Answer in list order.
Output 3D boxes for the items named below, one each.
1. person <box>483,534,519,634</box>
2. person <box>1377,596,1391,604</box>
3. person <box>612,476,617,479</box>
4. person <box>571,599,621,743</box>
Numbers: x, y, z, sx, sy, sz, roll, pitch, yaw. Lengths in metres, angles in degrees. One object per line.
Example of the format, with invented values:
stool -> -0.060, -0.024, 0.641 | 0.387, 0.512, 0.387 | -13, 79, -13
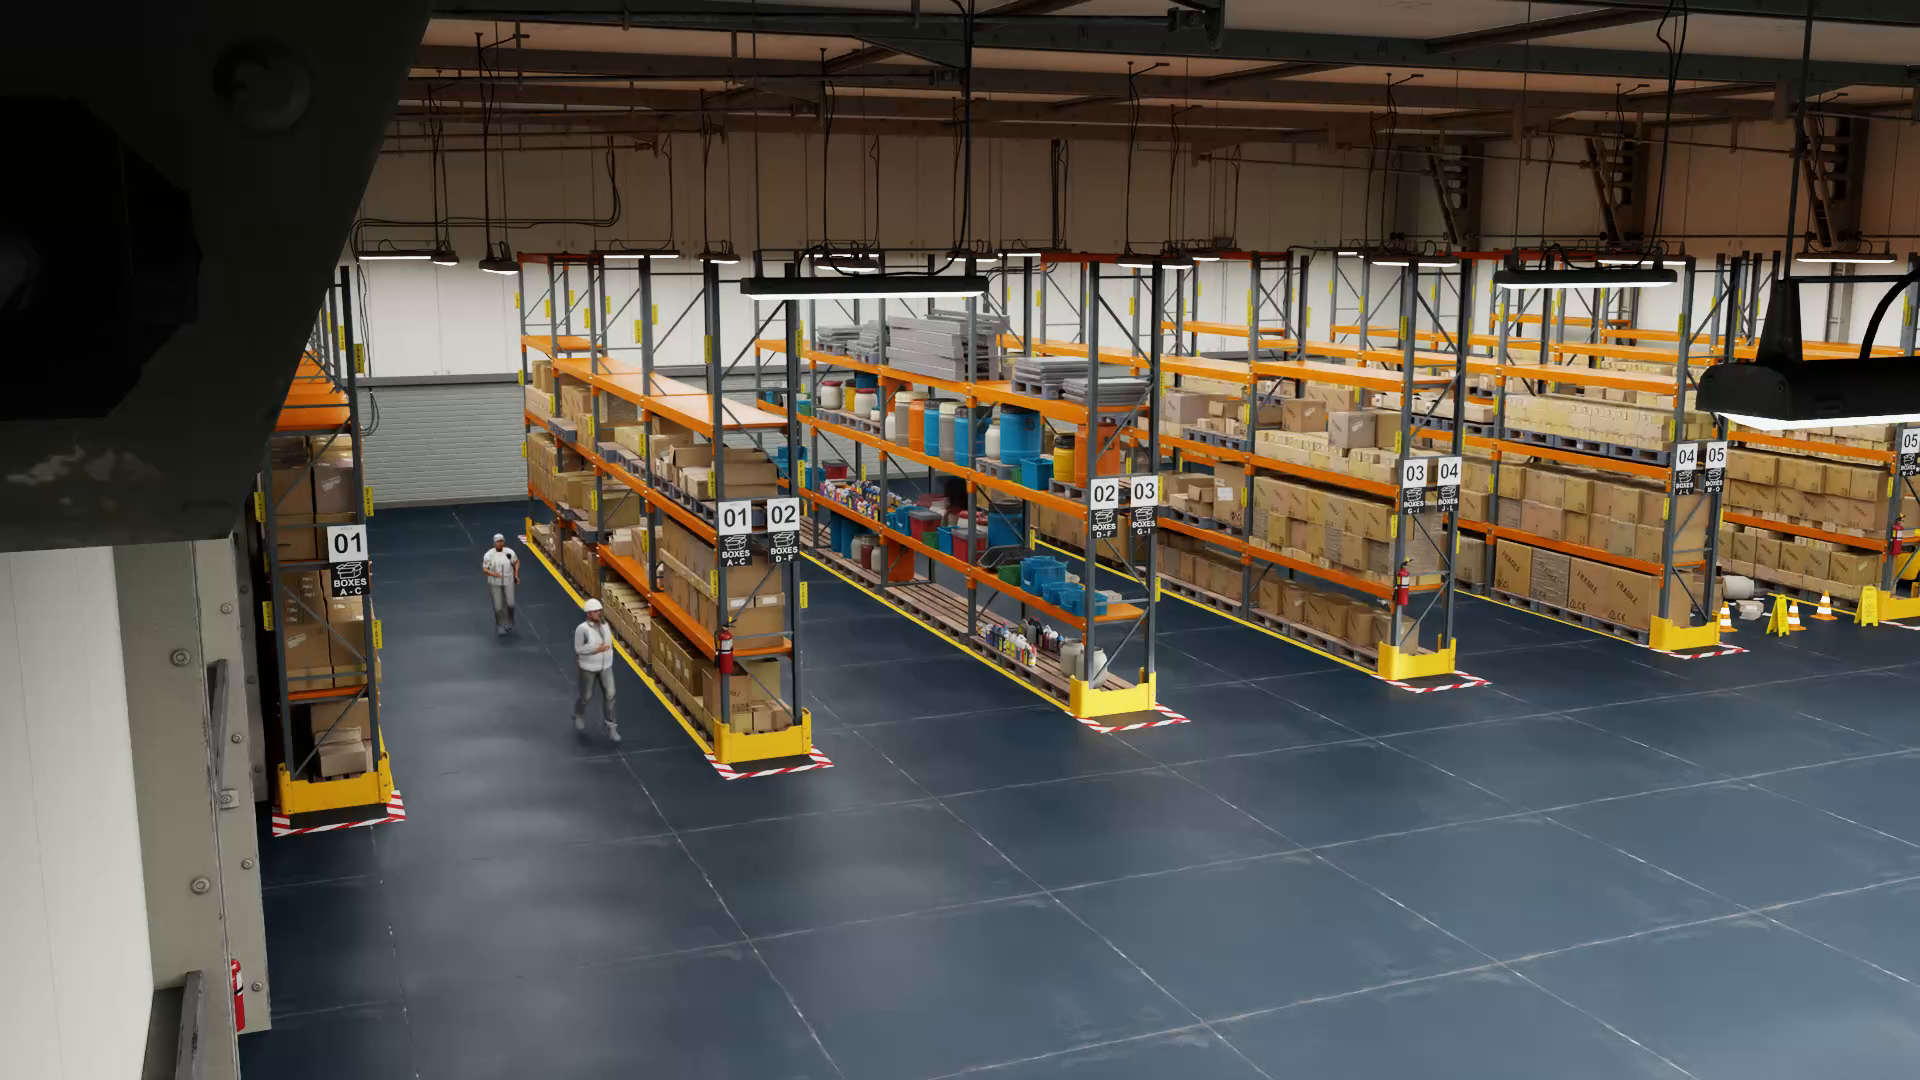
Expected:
person -> -7.318, 0.711, 26.612 | 0.592, 1.629, 0.577 | -4, 11, -21
person -> 7.464, 0.341, 28.555 | 0.599, 1.618, 0.735 | -7, 13, -35
person -> -7.335, -0.971, 35.576 | 0.615, 1.733, 0.738 | 8, 13, 38
person -> -4.653, 1.623, 21.138 | 0.635, 1.804, 0.907 | -10, 14, -43
